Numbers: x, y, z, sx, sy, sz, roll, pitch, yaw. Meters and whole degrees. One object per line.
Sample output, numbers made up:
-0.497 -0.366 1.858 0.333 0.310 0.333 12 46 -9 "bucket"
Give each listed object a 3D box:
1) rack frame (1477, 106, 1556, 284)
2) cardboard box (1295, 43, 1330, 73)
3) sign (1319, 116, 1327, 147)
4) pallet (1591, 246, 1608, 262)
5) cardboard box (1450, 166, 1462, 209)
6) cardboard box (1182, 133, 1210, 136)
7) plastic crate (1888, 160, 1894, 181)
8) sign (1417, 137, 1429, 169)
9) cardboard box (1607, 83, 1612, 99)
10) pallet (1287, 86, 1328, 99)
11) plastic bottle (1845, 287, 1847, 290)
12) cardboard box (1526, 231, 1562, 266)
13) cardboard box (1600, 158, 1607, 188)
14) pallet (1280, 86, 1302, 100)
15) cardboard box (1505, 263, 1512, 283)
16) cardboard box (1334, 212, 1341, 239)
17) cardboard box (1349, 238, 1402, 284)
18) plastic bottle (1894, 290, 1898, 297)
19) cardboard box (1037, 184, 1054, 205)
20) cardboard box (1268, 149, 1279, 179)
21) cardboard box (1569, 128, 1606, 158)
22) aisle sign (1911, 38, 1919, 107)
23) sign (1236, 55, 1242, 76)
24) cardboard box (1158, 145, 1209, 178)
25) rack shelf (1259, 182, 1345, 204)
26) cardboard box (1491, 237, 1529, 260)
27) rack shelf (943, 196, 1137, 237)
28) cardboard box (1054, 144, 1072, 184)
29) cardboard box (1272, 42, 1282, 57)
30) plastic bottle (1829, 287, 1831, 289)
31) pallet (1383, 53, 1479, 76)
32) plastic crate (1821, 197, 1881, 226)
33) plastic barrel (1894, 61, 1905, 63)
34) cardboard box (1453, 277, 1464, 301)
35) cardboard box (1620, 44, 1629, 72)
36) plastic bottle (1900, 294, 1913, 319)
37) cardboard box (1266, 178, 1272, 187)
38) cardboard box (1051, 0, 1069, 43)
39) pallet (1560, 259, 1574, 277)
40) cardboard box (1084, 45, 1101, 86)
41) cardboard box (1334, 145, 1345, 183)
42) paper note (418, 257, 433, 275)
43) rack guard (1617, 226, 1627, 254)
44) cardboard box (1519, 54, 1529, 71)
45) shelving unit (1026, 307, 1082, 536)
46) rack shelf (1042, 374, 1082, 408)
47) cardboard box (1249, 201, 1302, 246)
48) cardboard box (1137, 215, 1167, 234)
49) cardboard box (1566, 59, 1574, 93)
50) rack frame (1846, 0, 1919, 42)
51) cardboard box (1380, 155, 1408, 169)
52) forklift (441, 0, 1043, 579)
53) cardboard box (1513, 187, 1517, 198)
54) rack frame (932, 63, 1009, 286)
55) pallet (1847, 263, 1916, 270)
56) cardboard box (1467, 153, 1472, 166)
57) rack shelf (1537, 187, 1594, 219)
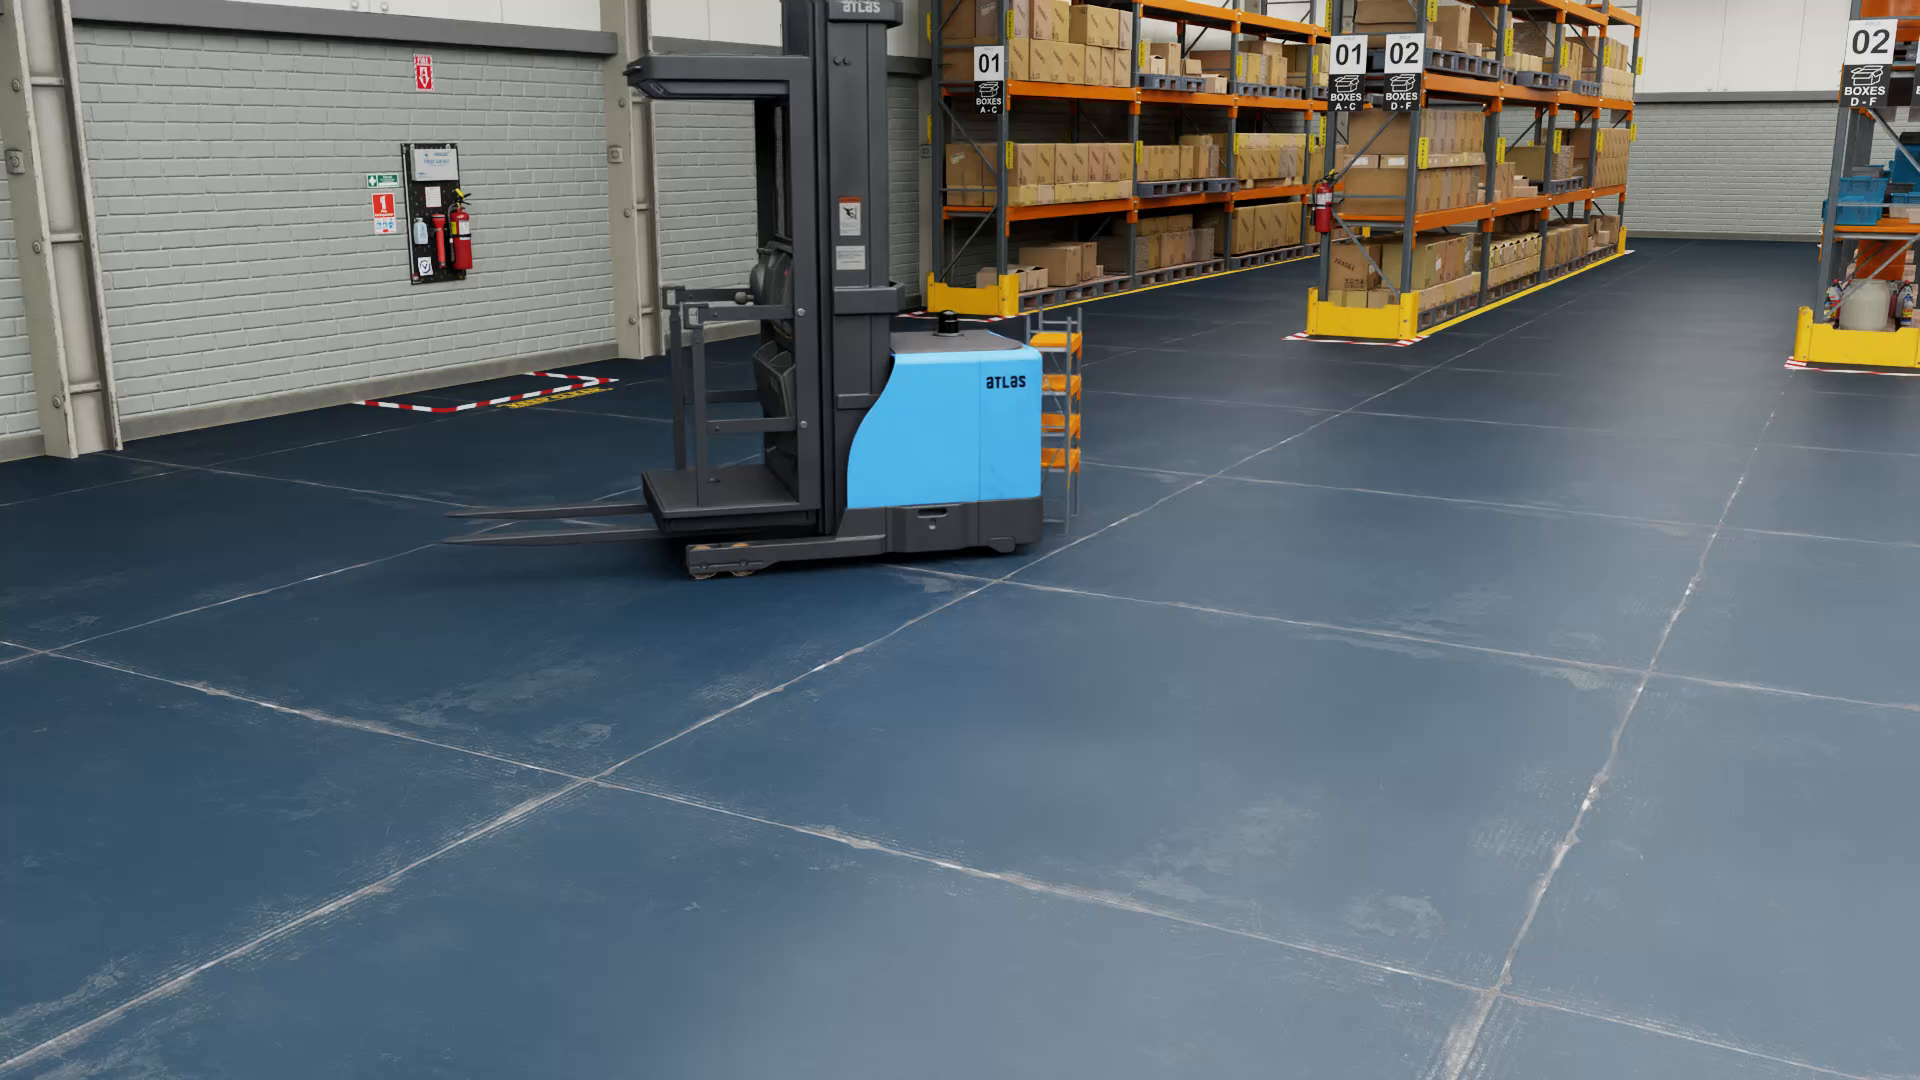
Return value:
8.324 -5.373 24.922 1.000 3.000 0.127 7 15 28 "rack frame"
6.509 -8.872 30.643 0.500 0.500 0.500 7 15 28 "cardboard box"
3.988 -4.474 18.217 0.100 0.325 0.005 7 15 28 "sign"
11.179 -5.230 30.279 1.003 0.211 1.213 7 15 28 "pallet"
5.686 -4.298 20.249 0.700 0.500 0.500 8 16 29 "cardboard box"
3.978 -6.624 27.618 0.500 0.250 0.500 8 16 30 "cardboard box"
16.527 -6.409 29.015 0.616 0.435 0.499 7 15 28 "plastic crate"
4.939 -4.127 17.737 0.100 0.325 0.005 7 15 28 "sign"
10.954 -7.753 28.713 0.500 0.250 0.500 7 15 28 "cardboard box"
6.324 -8.336 31.001 1.003 0.211 1.213 7 15 28 "pallet"
10.006 -2.716 18.783 0.097 0.271 0.097 0 14 0 "plastic bottle"
9.042 -4.541 25.865 0.500 0.500 0.500 7 15 26 "cardboard box"
10.987 -6.422 29.057 0.500 0.500 0.500 8 16 29 "cardboard box"
5.519 -7.926 29.518 0.805 0.209 1.217 7 15 26 "pallet"
7.298 -3.686 22.894 0.500 0.250 0.500 7 15 26 "cardboard box"
7.118 -6.203 32.802 0.700 0.500 0.500 7 15 26 "cardboard box"
4.926 -3.315 19.753 0.500 0.500 0.500 7 15 28 "cardboard box"
10.314 -2.620 18.358 0.061 0.283 0.133 7 15 28 "plastic bottle"
0.870 -4.402 21.169 0.500 0.250 0.500 7 15 26 "cardboard box"
5.191 -6.523 28.801 0.500 0.500 0.500 8 16 30 "cardboard box"
10.731 -6.794 28.466 0.500 0.500 0.500 8 16 29 "cardboard box"
9.012 -4.386 15.279 0.394 0.787 0.004 7 15 28 "aisle sign"
4.459 -7.582 26.578 0.100 0.325 0.005 7 15 28 "sign"
3.521 -5.981 26.291 0.700 0.500 0.500 6 15 23 "cardboard box"
6.886 -6.815 32.437 1.077 0.370 4.000 7 15 28 "rack shelf"
7.794 -4.168 23.694 0.500 0.311 0.500 7 15 28 "cardboard box"
1.085 -4.353 22.225 1.077 0.370 4.000 7 15 28 "rack shelf"
1.115 -4.863 21.484 0.500 0.500 0.500 7 15 26 "cardboard box"
5.379 -8.674 29.461 0.500 0.250 0.500 9 16 32 "cardboard box"
9.763 -2.698 18.680 0.061 0.283 0.133 8 16 31 "plastic bottle"
5.410 -5.541 19.405 1.003 0.211 1.213 7 15 28 "pallet"
8.771 -3.234 16.367 0.499 0.251 0.616 7 15 28 "plastic crate"
10.780 -5.822 19.311 0.600 0.901 0.708 7 15 28 "plastic barrel"
5.878 -3.095 20.440 0.500 0.250 0.500 7 15 28 "cardboard box"
11.957 -8.900 30.805 0.700 0.500 0.500 7 15 28 "cardboard box"
10.252 -2.527 17.997 0.097 0.271 0.097 0 14 0 "plastic bottle"
5.213 -6.232 28.976 0.380 0.149 0.250 8 16 30 "cardboard box"
1.042 -6.550 21.014 0.500 0.500 0.500 8 16 30 "cardboard box"
9.308 -4.416 26.901 1.003 0.211 1.213 7 15 28 "pallet"
1.534 -6.278 22.018 0.500 0.500 0.500 7 15 26 "cardboard box"
6.896 -7.309 32.312 0.980 0.700 0.700 7 15 25 "cardboard box"
-4.575 -2.344 14.235 0.016 0.148 0.142 7 15 28 "paper note"
12.154 -5.784 31.958 1.175 0.500 0.348 7 15 28 "rack guard"
7.630 -6.638 23.190 0.500 0.250 0.500 7 15 27 "cardboard box"
0.517 -0.666 9.238 0.258 1.200 0.503 3 14 10 "shelving unit"
0.517 -0.819 9.201 0.258 0.148 0.480 3 14 10 "rack shelf"
5.719 -5.766 30.239 0.750 0.750 0.750 8 15 29 "cardboard box"
2.851 -4.827 25.452 0.500 0.250 0.500 7 15 26 "cardboard box"
9.003 -7.185 25.822 0.910 0.500 0.500 7 15 28 "cardboard box"
8.791 -6.087 15.080 1.000 3.000 0.127 7 15 28 "rack frame"
4.835 -4.152 18.259 0.380 0.149 0.250 7 15 28 "cardboard box"
-1.139 -1.368 8.453 3.031 2.935 1.130 -4 14 -15 "forklift"
7.756 -4.983 23.840 0.380 0.149 0.250 9 16 32 "cardboard box"
0.118 -4.293 20.439 1.000 3.000 0.127 7 15 28 "rack frame"
14.182 -4.123 25.685 1.003 0.211 1.213 7 15 28 "pallet"
6.074 -4.678 20.441 0.380 0.149 0.250 7 15 28 "cardboard box"
9.291 -5.434 26.708 1.077 0.370 4.000 7 15 28 "rack shelf"
